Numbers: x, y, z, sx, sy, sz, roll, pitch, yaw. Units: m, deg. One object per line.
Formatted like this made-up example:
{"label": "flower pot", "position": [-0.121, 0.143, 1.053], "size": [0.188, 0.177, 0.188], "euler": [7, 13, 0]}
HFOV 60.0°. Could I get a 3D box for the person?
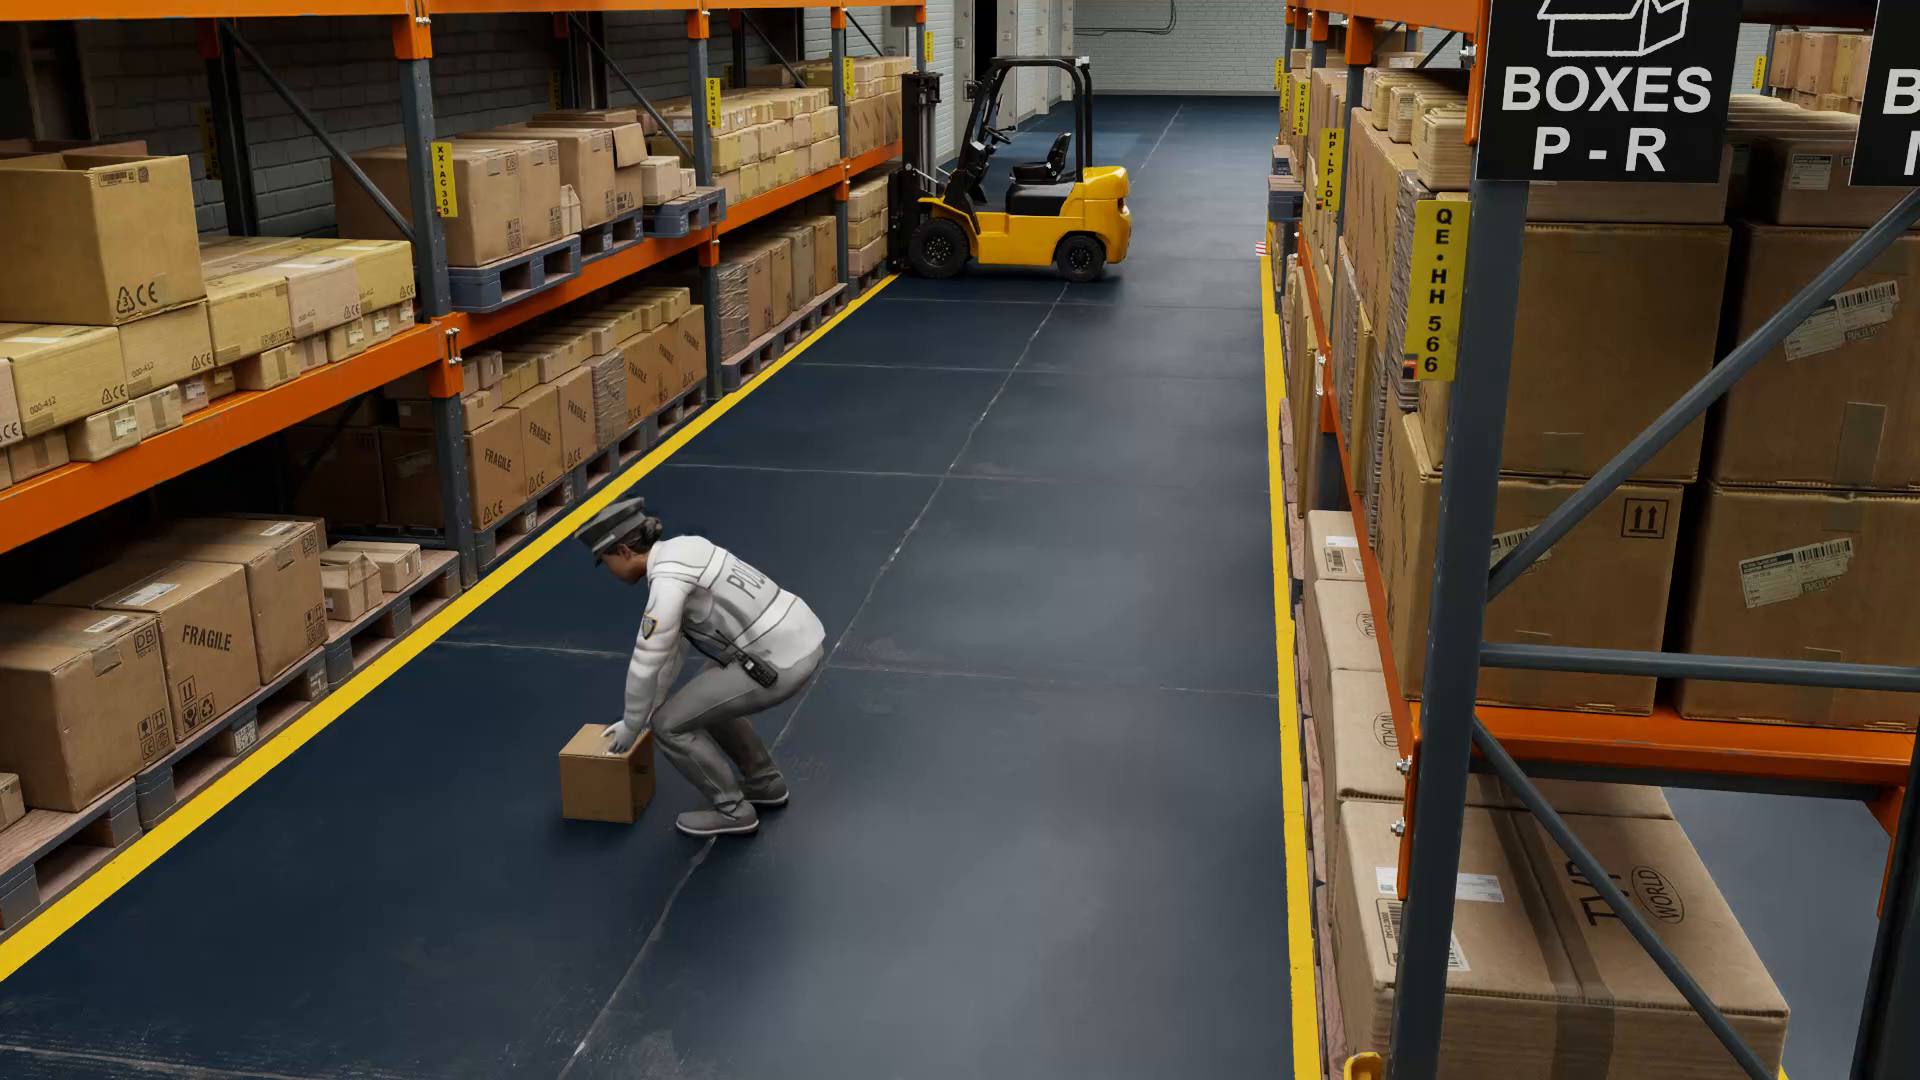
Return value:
{"label": "person", "position": [-0.867, 0.422, 5.592], "size": [0.804, 1.154, 0.518], "euler": [3, 18, 9]}
